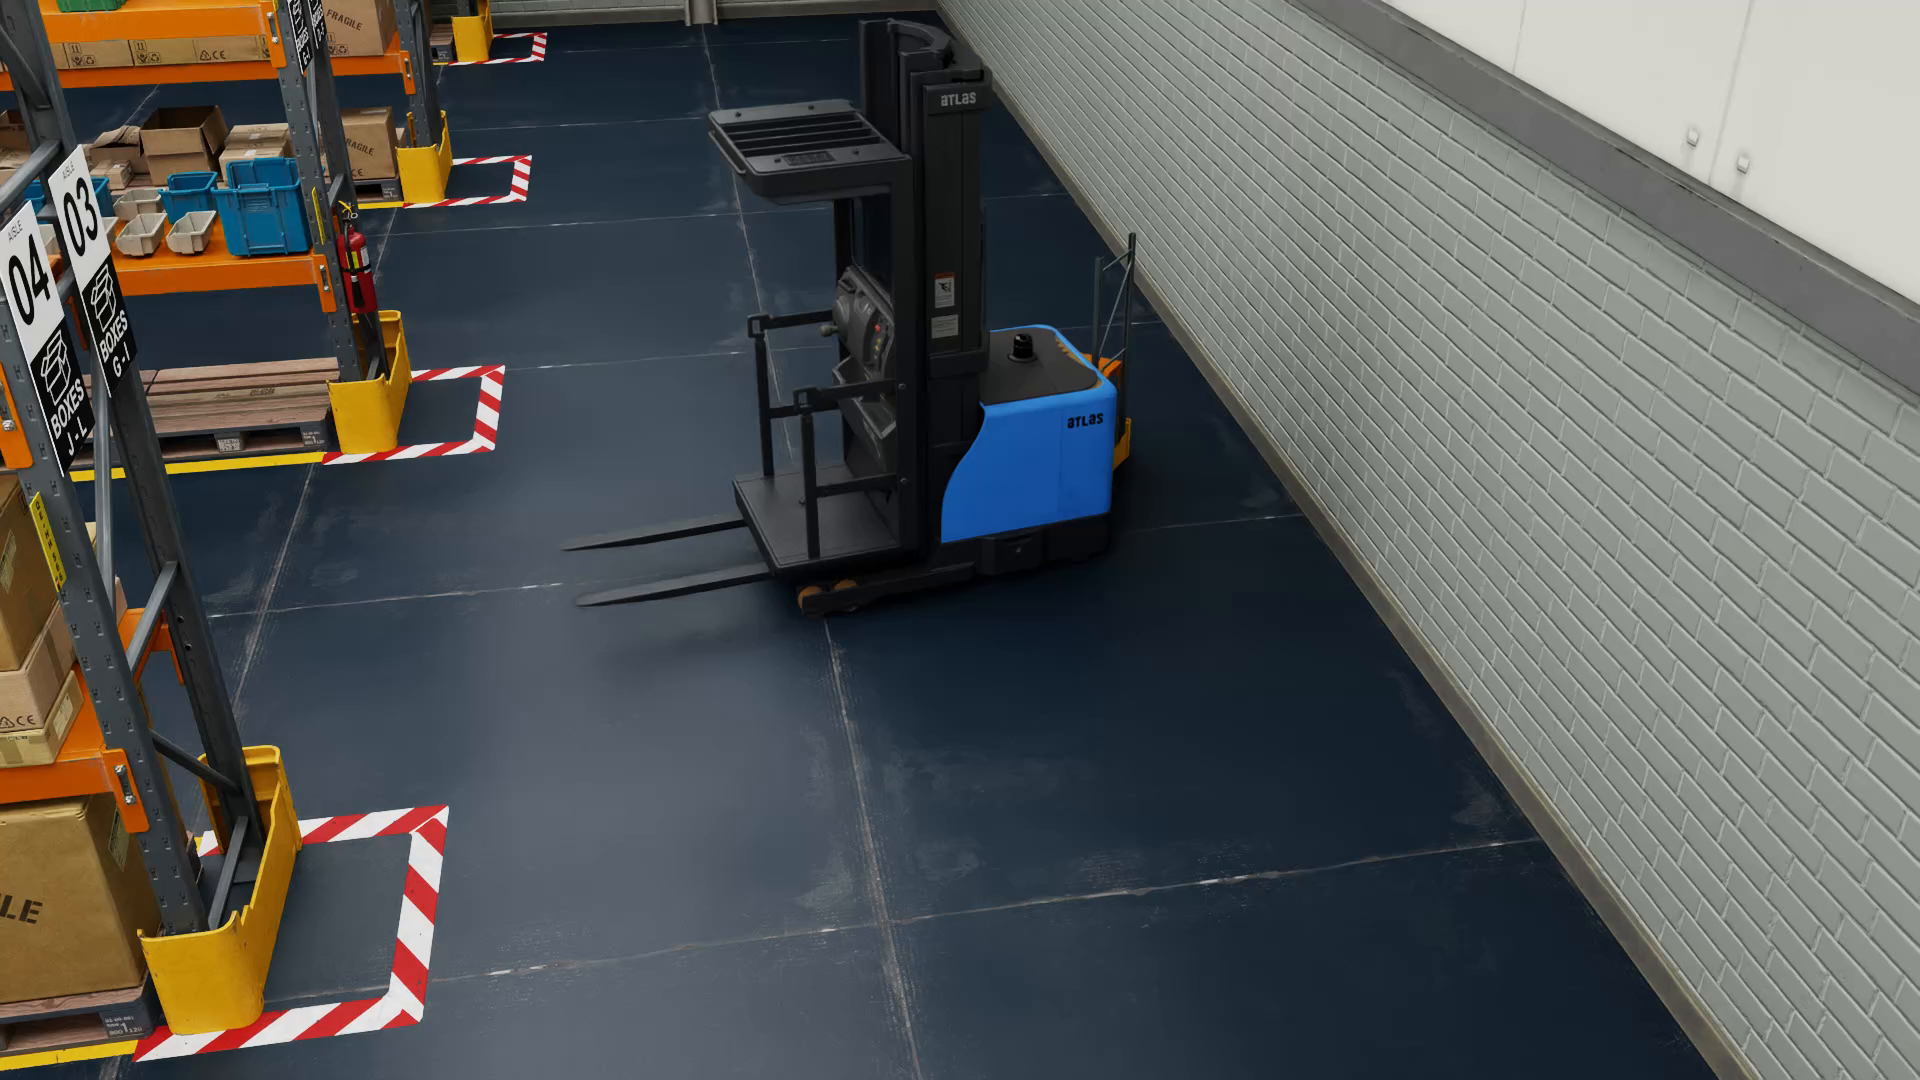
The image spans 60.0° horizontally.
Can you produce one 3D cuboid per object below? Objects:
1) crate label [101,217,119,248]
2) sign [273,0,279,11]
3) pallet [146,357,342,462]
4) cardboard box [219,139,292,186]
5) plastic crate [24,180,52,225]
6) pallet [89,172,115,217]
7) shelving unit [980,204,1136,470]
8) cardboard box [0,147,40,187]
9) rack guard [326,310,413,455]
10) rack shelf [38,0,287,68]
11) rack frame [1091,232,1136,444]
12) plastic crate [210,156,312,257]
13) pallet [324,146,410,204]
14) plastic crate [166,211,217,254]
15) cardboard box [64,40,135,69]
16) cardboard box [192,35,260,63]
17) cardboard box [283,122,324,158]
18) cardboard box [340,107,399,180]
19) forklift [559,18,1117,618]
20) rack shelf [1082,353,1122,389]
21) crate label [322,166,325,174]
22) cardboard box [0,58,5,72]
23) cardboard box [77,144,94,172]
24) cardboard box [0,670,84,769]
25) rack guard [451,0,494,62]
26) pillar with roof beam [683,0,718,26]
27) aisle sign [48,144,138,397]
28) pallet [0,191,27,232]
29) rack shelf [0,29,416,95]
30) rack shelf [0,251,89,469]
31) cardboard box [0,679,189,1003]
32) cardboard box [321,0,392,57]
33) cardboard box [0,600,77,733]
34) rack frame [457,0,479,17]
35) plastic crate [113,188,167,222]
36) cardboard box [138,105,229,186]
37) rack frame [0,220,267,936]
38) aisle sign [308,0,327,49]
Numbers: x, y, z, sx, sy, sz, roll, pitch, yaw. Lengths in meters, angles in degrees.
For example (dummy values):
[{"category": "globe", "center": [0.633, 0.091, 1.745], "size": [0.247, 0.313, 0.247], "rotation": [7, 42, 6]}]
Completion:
[{"category": "crate label", "center": [-5.264, -1.824, 10.093], "size": [0.243, 0.136, 0.396], "rotation": [-5, 31, -9]}, {"category": "sign", "center": [-3.822, -3.108, 9.221], "size": [0.005, 0.325, 0.100], "rotation": [-5, 31, -9]}, {"category": "pallet", "center": [-4.755, -0.875, 11.030], "size": [1.213, 0.211, 1.003], "rotation": [-5, 31, -9]}, {"category": "cardboard box", "center": [-6.256, -3.363, 14.789], "size": [0.500, 0.250, 0.500], "rotation": [-5, 31, -9]}, {"category": "plastic crate", "center": [-5.829, -2.081, 10.436], "size": [0.300, 0.233, 0.416], "rotation": [-5, 31, -9]}, {"category": "pallet", "center": [-8.084, -3.098, 14.811], "size": [1.213, 0.211, 1.003], "rotation": [-5, 31, -9]}, {"category": "shelving unit", "center": [0.480, -1.202, 10.315], "size": [1.083, 1.500, 0.587], "rotation": [16, 34, 25]}, {"category": "cardboard box", "center": [-8.308, -3.199, 14.450], "size": [0.500, 0.311, 0.500], "rotation": [-5, 31, -9]}, {"category": "rack guard", "center": [-3.916, -1.064, 11.067], "size": [0.348, 0.500, 1.175], "rotation": [-5, 31, -9]}, {"category": "rack shelf", "center": [-5.904, -2.934, 9.530], "size": [4.000, 0.370, 1.077], "rotation": [-5, 31, -9]}, {"category": "rack frame", "center": [0.914, -1.077, 10.103], "size": [0.032, 1.500, 0.500], "rotation": [16, 34, 25]}, {"category": "plastic crate", "center": [-4.233, -2.051, 10.184], "size": [0.499, 0.435, 0.616], "rotation": [-5, 31, -9]}, {"category": "pallet", "center": [-5.684, -3.321, 15.190], "size": [1.213, 0.211, 1.003], "rotation": [-5, 31, -9]}, {"category": "plastic crate", "center": [-4.706, -1.881, 10.190], "size": [0.243, 0.136, 0.396], "rotation": [-5, 31, -9]}, {"category": "cardboard box", "center": [-7.214, -4.285, 13.979], "size": [0.500, 0.500, 0.500], "rotation": [-5, 31, -9]}, {"category": "cardboard box", "center": [-6.218, -4.378, 14.137], "size": [0.500, 0.500, 0.500], "rotation": [-5, 31, -9]}, {"category": "cardboard box", "center": [-5.903, -3.654, 15.283], "size": [0.500, 0.250, 0.500], "rotation": [-5, 31, -9]}, {"category": "cardboard box", "center": [-5.316, -3.543, 14.848], "size": [0.500, 0.500, 0.500], "rotation": [-5, 31, -9]}, {"category": "forklift", "center": [-0.699, -1.144, 8.805], "size": [3.031, 2.935, 1.130], "rotation": [-10, 32, -17]}, {"category": "rack shelf", "center": [0.472, -1.049, 10.410], "size": [1.000, 0.185, 0.538], "rotation": [16, 34, 25]}, {"category": "crate label", "center": [-4.239, -2.228, 10.687], "size": [0.303, 0.233, 0.416], "rotation": [-5, 31, -9]}, {"category": "cardboard box", "center": [-8.210, -4.192, 13.821], "size": [0.500, 0.500, 0.500], "rotation": [-5, 31, -8]}, {"category": "cardboard box", "center": [-7.893, -3.456, 15.047], "size": [0.250, 0.149, 0.380], "rotation": [-5, 31, -9]}, {"category": "cardboard box", "center": [-3.336, 0.641, 5.948], "size": [0.250, 0.149, 0.380], "rotation": [-5, 31, -8]}, {"category": "rack guard", "center": [-5.698, -5.997, 19.456], "size": [0.348, 0.500, 1.175], "rotation": [-5, 31, -9]}, {"category": "pillar with roof beam", "center": [-2.446, -8.190, 14.801], "size": [0.400, 9.000, 9.100], "rotation": [-5, 31, -9]}, {"category": "aisle sign", "center": [-3.028, -0.941, 5.825], "size": [0.004, 0.787, 0.394], "rotation": [-5, 31, -9]}, {"category": "pallet", "center": [-3.773, -0.846, 5.357], "size": [1.213, 0.211, 1.003], "rotation": [-5, 31, -9]}, {"category": "rack shelf", "center": [-6.793, -4.110, 14.491], "size": [4.000, 0.370, 1.077], "rotation": [-5, 31, -9]}, {"category": "rack shelf", "center": [-5.012, -0.464, 5.330], "size": [4.000, 0.370, 1.077], "rotation": [-5, 31, -9]}, {"category": "cardboard box", "center": [-3.660, 1.169, 6.484], "size": [0.875, 0.875, 0.875], "rotation": [-5, 31, -9]}, {"category": "cardboard box", "center": [-5.217, -4.470, 14.294], "size": [0.500, 0.500, 0.500], "rotation": [-4, 31, -7]}, {"category": "cardboard box", "center": [-3.474, 0.449, 5.881], "size": [0.500, 0.250, 0.500], "rotation": [-6, 31, -10]}, {"category": "rack frame", "center": [-5.721, -7.073, 18.819], "size": [0.127, 3.000, 1.000], "rotation": [-5, 31, -9]}, {"category": "plastic crate", "center": [-5.237, -2.137, 10.626], "size": [0.298, 0.136, 0.250], "rotation": [-5, 31, -9]}, {"category": "cardboard box", "center": [-6.913, -3.526, 14.815], "size": [0.637, 0.503, 0.797], "rotation": [-5, 31, -9]}, {"category": "rack frame", "center": [-3.045, 0.336, 6.219], "size": [0.127, 3.000, 1.000], "rotation": [-5, 31, -9]}, {"category": "aisle sign", "center": [-3.920, -3.408, 10.023], "size": [0.004, 0.787, 0.394], "rotation": [-5, 31, -9]}]
